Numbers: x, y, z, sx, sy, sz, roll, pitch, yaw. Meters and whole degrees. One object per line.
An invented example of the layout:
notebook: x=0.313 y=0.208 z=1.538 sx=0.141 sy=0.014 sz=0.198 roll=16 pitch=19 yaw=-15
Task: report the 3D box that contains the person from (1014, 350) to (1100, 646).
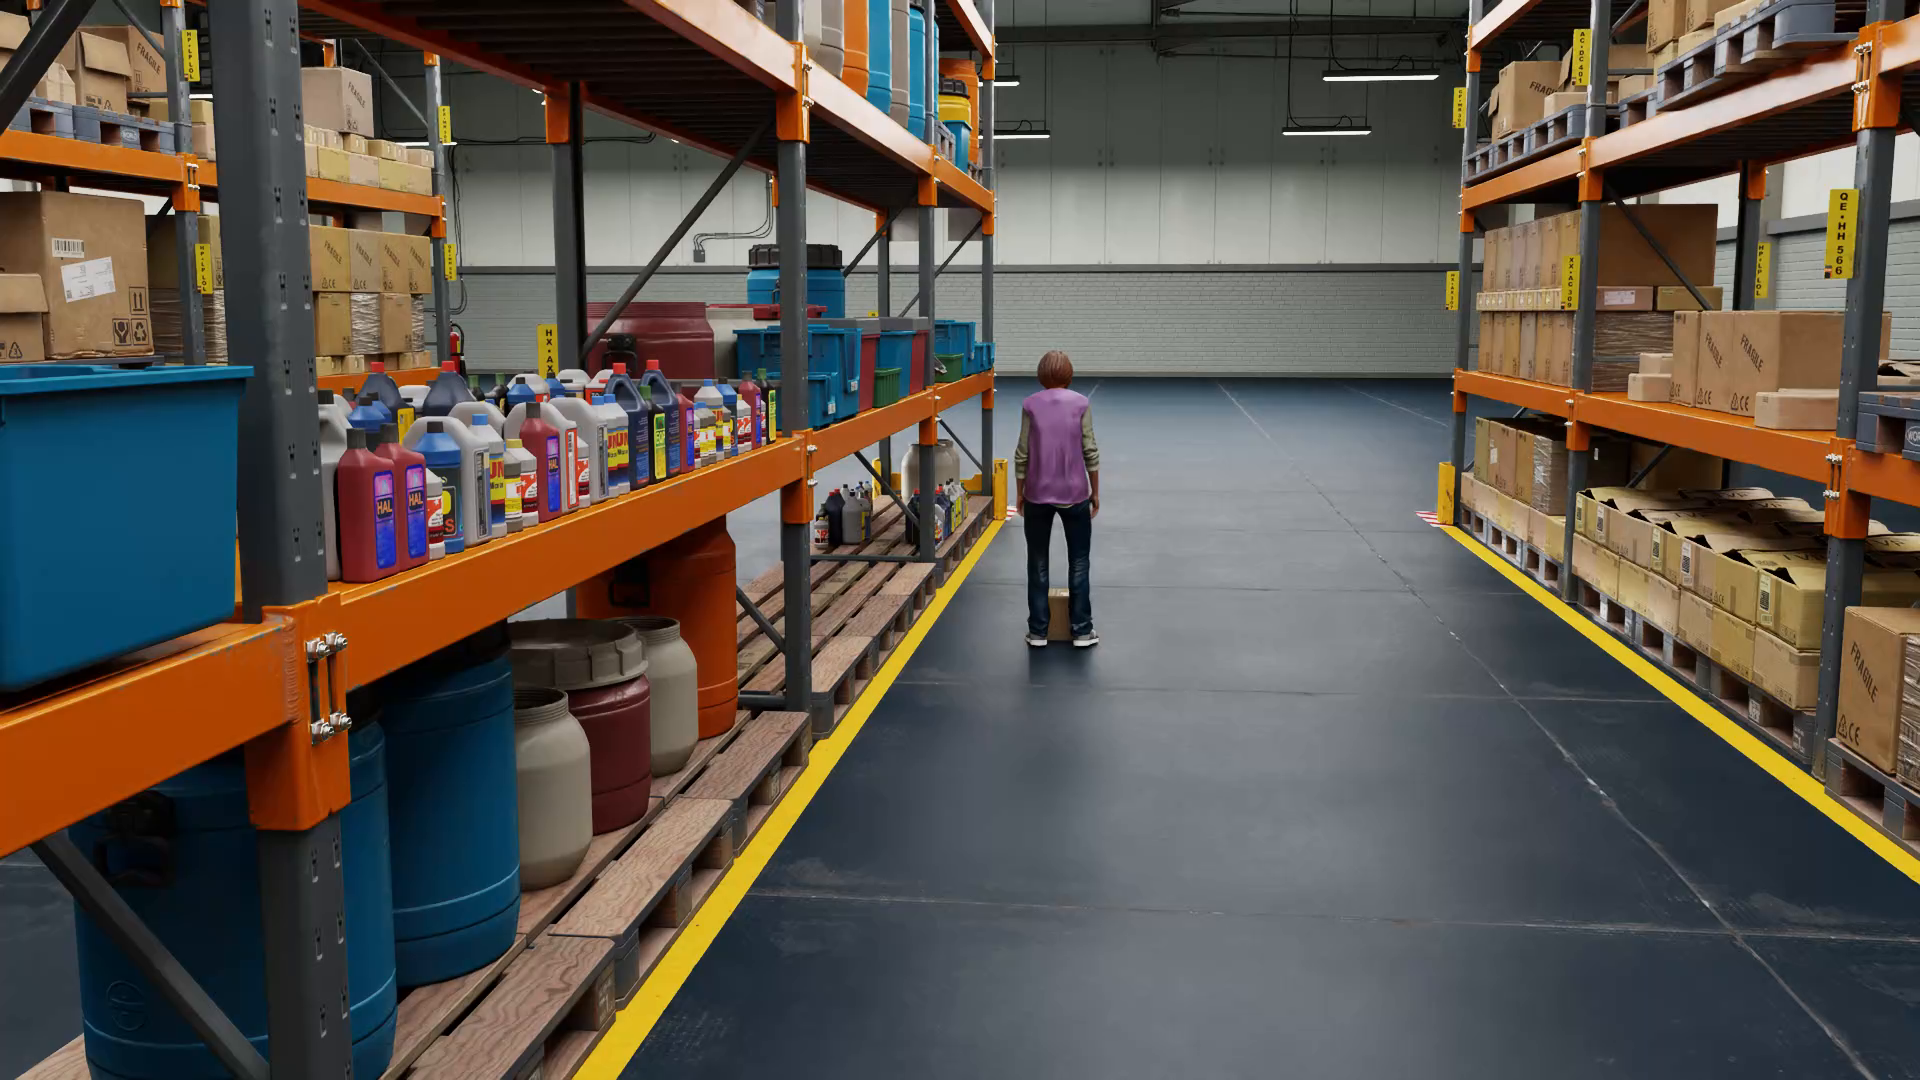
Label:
person: x=0.520 y=-0.217 z=8.932 sx=0.459 sy=1.593 sz=0.347 roll=1 pitch=8 yaw=6
